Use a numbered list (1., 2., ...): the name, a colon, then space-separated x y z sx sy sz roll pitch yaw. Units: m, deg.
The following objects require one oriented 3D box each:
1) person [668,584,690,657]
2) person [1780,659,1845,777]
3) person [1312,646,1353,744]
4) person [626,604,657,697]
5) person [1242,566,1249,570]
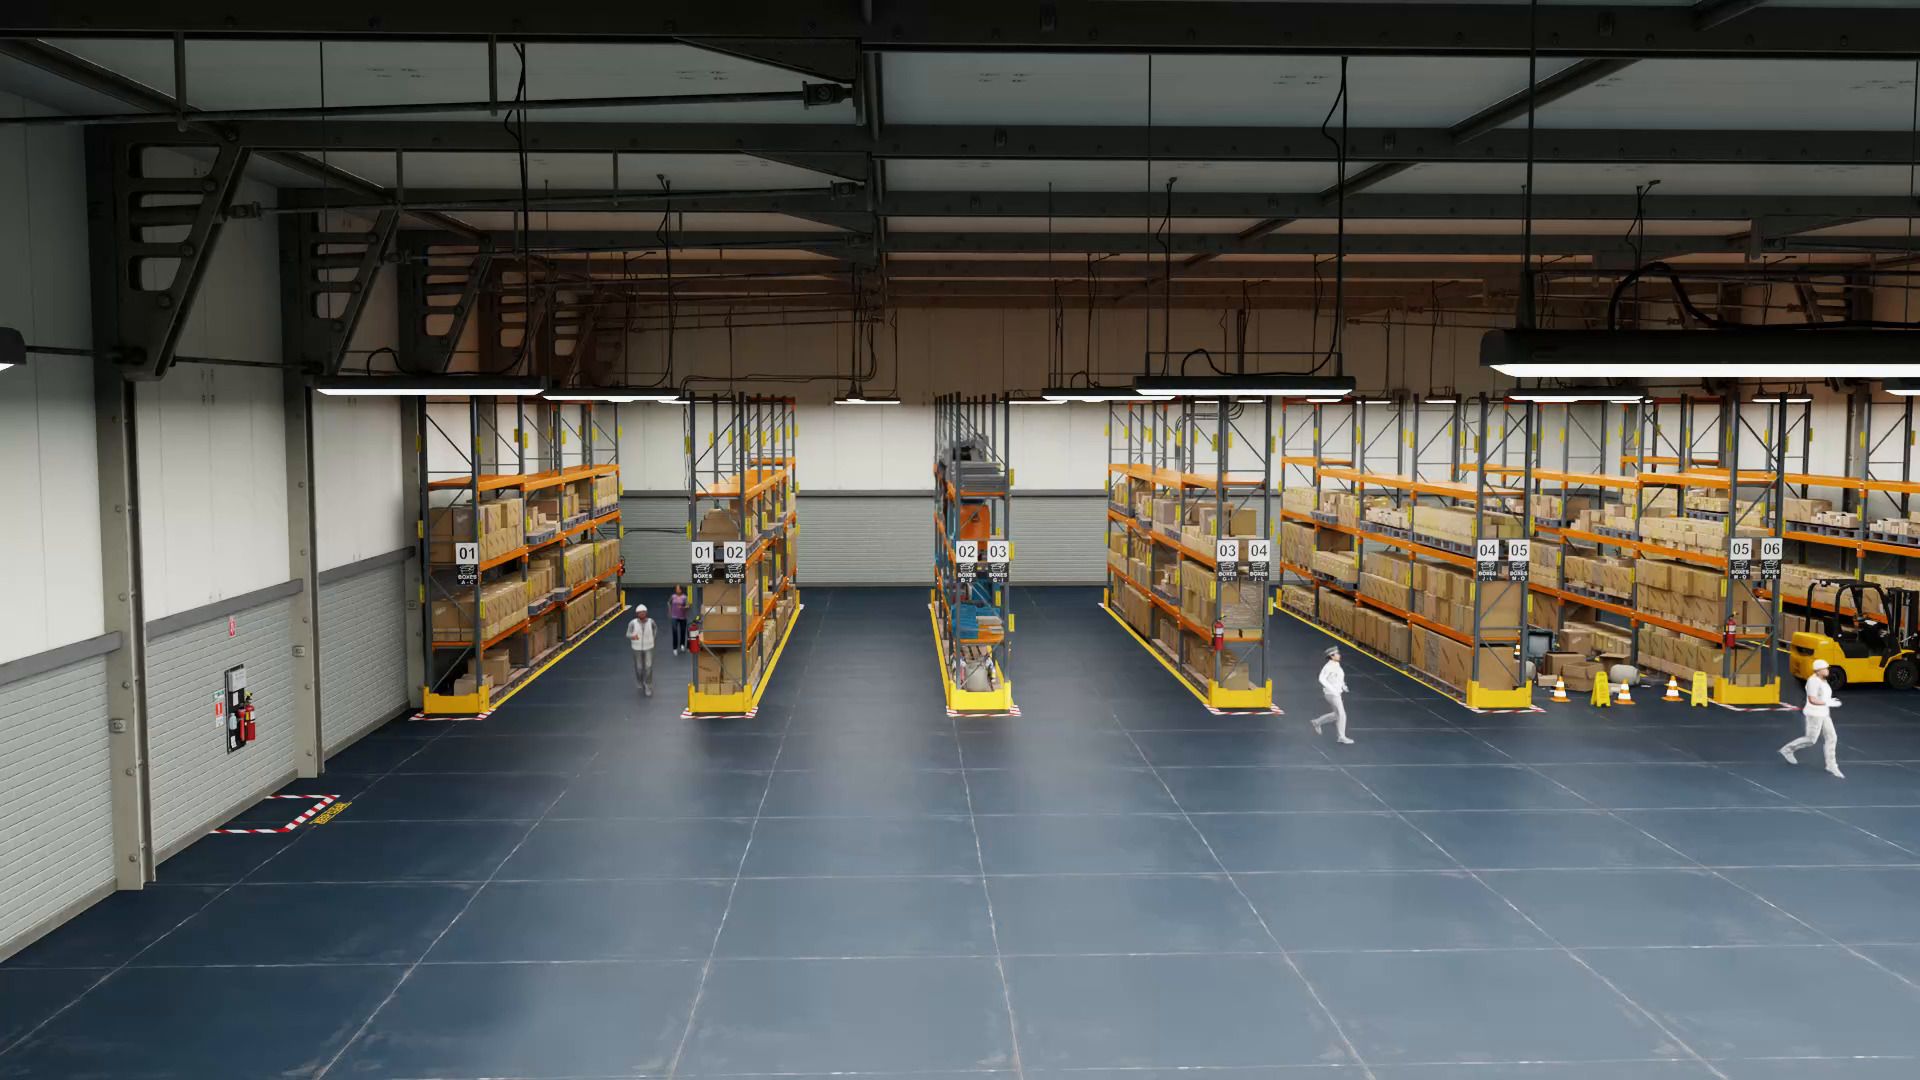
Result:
1. person: -6.498 1.853 38.436 0.510 1.616 0.733 0 5 -6
2. person: 13.360 2.767 26.014 0.948 1.828 0.715 4 6 42
3. person: 6.342 2.623 28.348 0.753 1.663 0.649 2 5 29
4. person: -6.345 2.173 33.176 0.610 1.805 0.889 -1 5 -10
5. person: 8.048 1.188 46.357 0.625 1.663 0.533 1 5 9
